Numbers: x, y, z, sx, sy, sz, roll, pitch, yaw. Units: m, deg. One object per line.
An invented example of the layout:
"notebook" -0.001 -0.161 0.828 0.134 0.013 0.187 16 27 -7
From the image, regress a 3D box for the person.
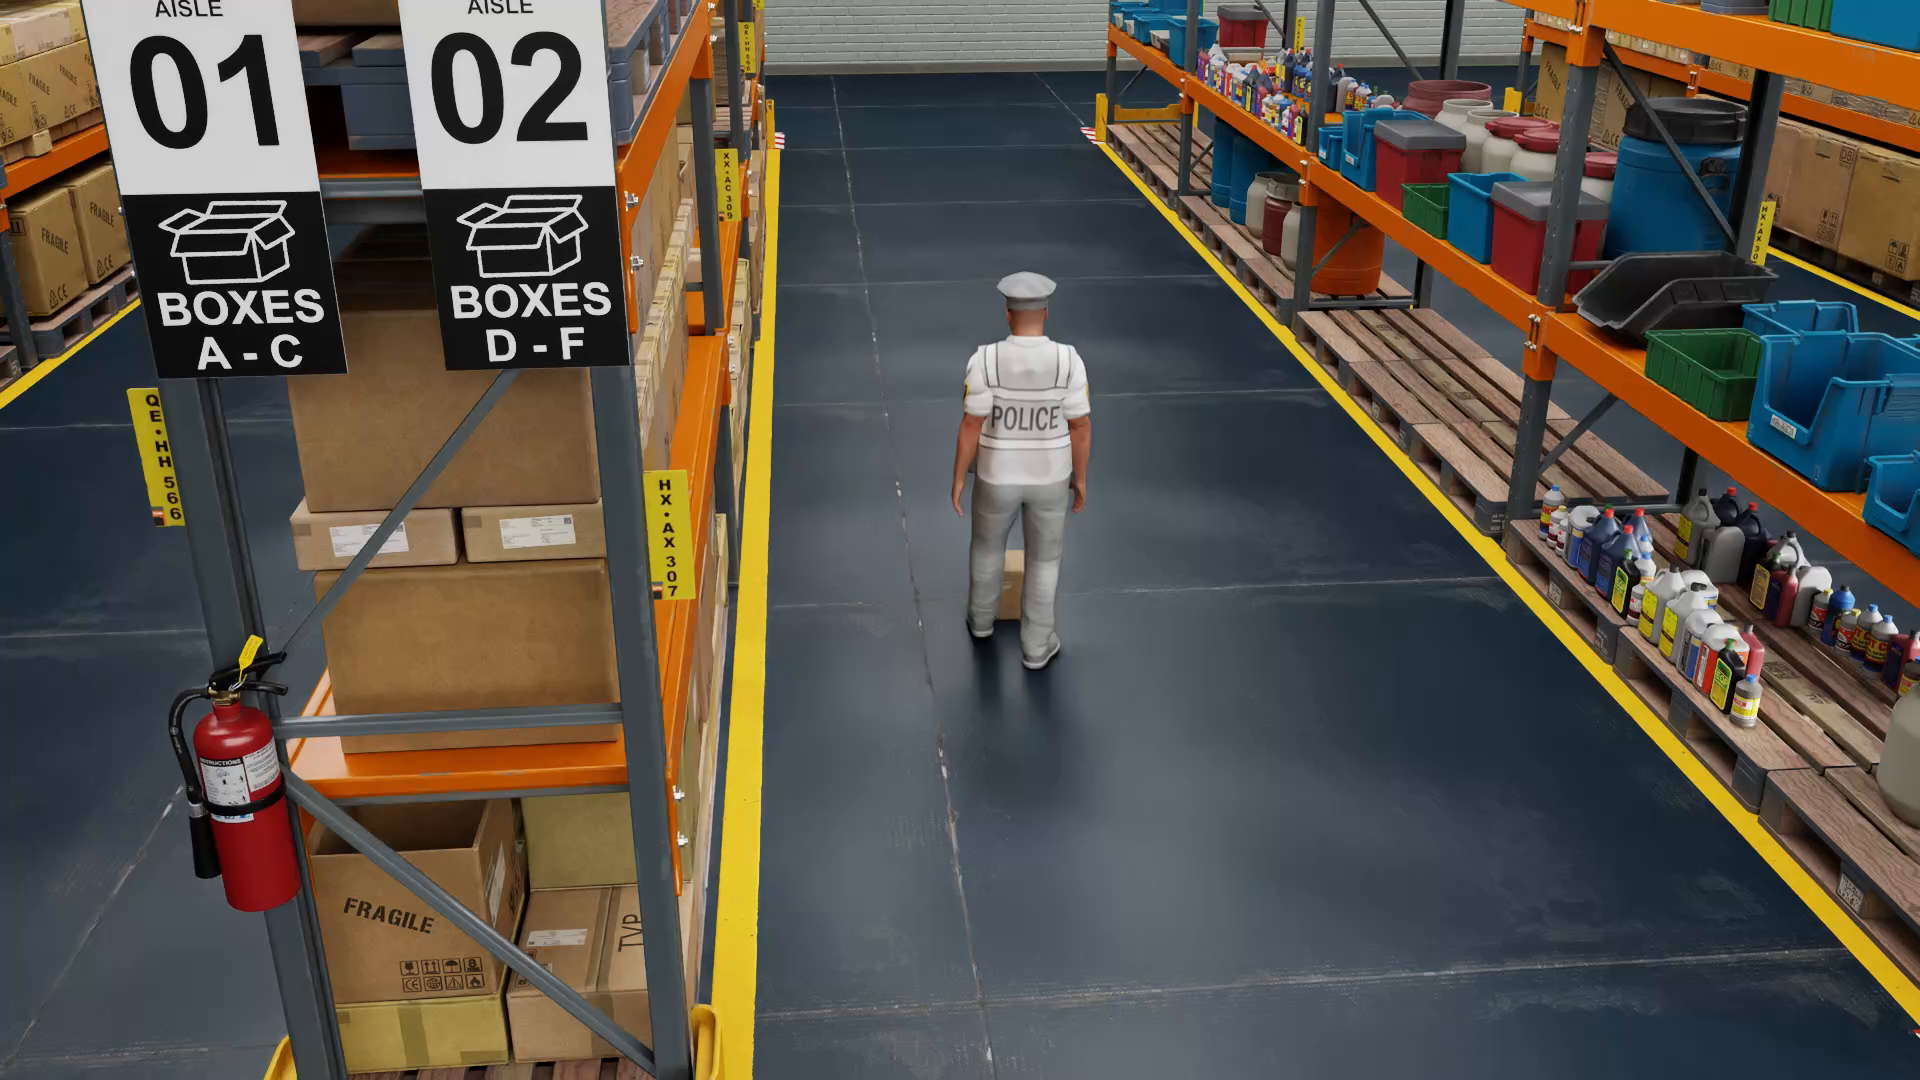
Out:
"person" 0.258 -0.332 7.325 0.599 1.747 0.643 0 24 0
